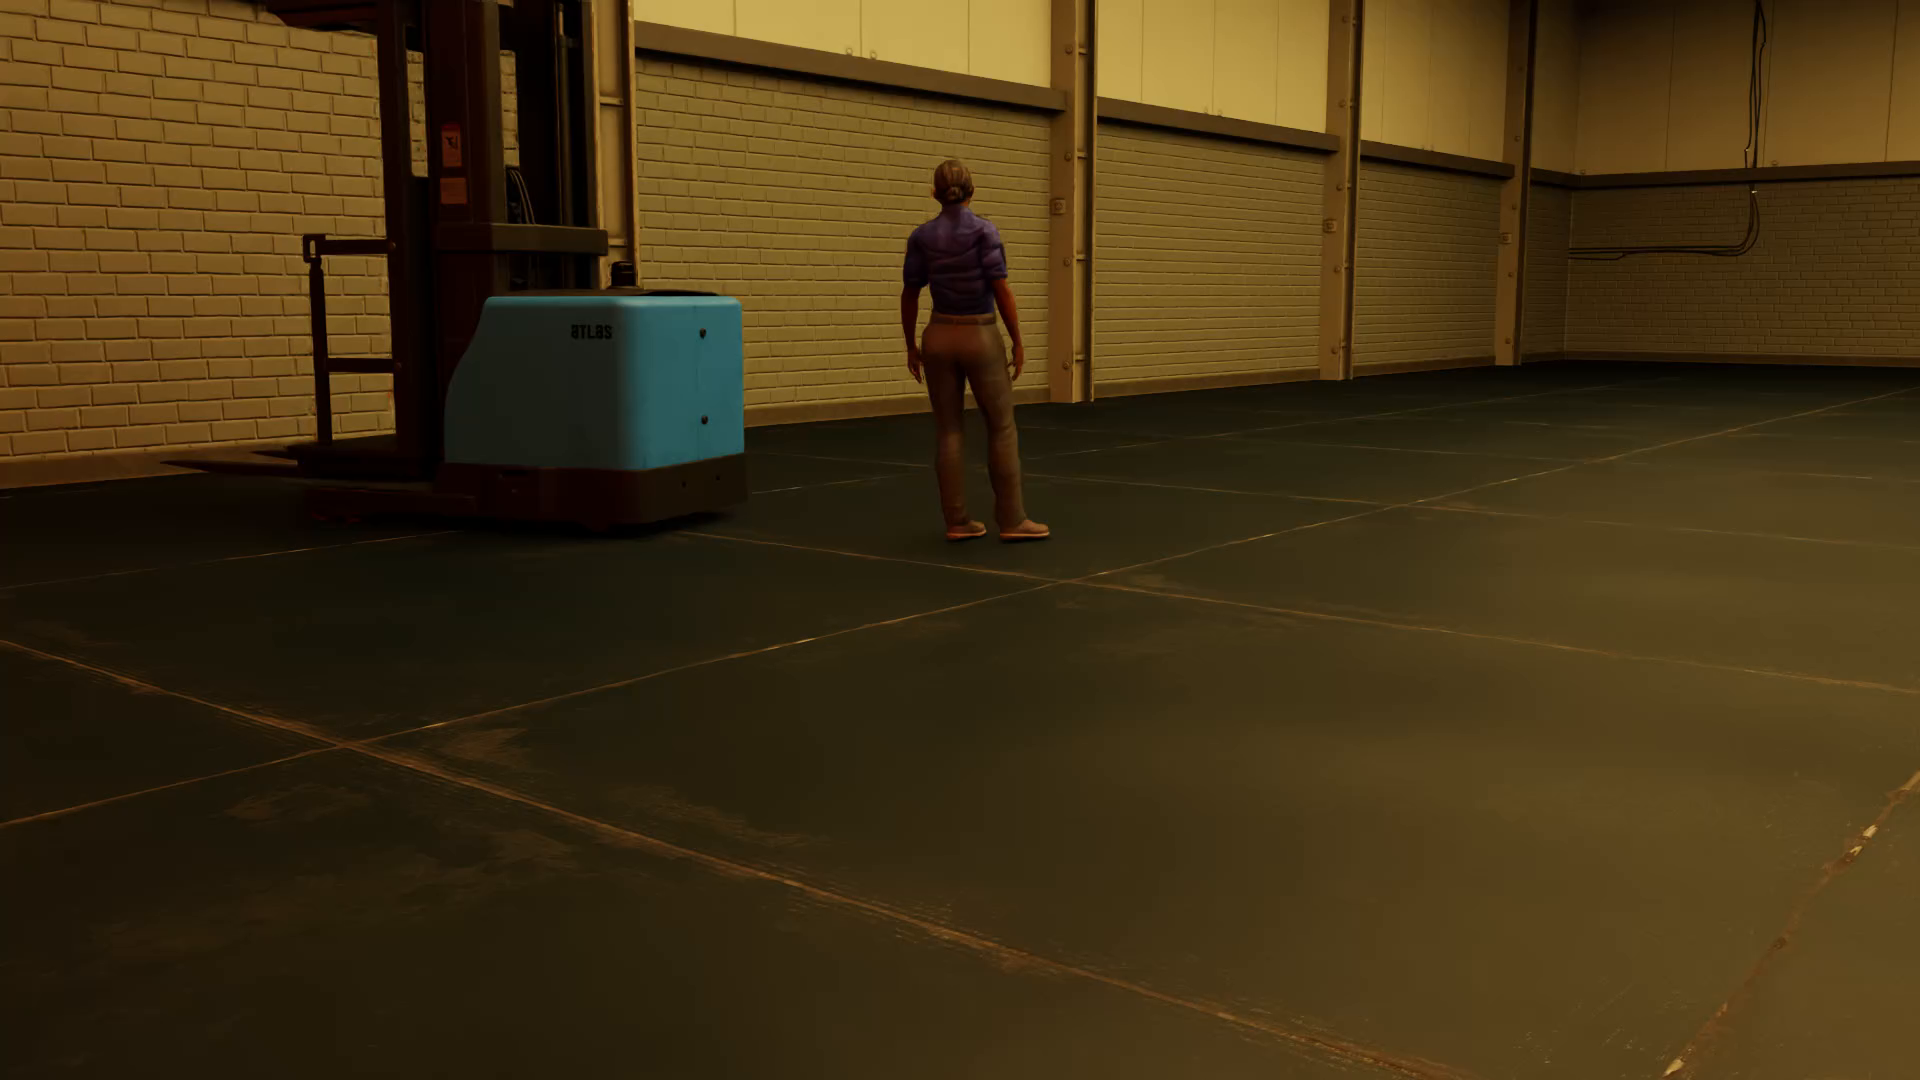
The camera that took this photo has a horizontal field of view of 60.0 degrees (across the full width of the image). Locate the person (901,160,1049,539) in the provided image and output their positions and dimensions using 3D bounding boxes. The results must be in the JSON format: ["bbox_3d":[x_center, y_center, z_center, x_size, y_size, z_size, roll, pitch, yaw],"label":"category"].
[{"bbox_3d":[0.054,-0.827,7.345,0.630,1.658,0.412,3,9,20],"label":"person"}]

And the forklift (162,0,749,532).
[{"bbox_3d":[-2.618,-1.596,8.191,3.031,2.935,1.130,3,9,22],"label":"forklift"}]
